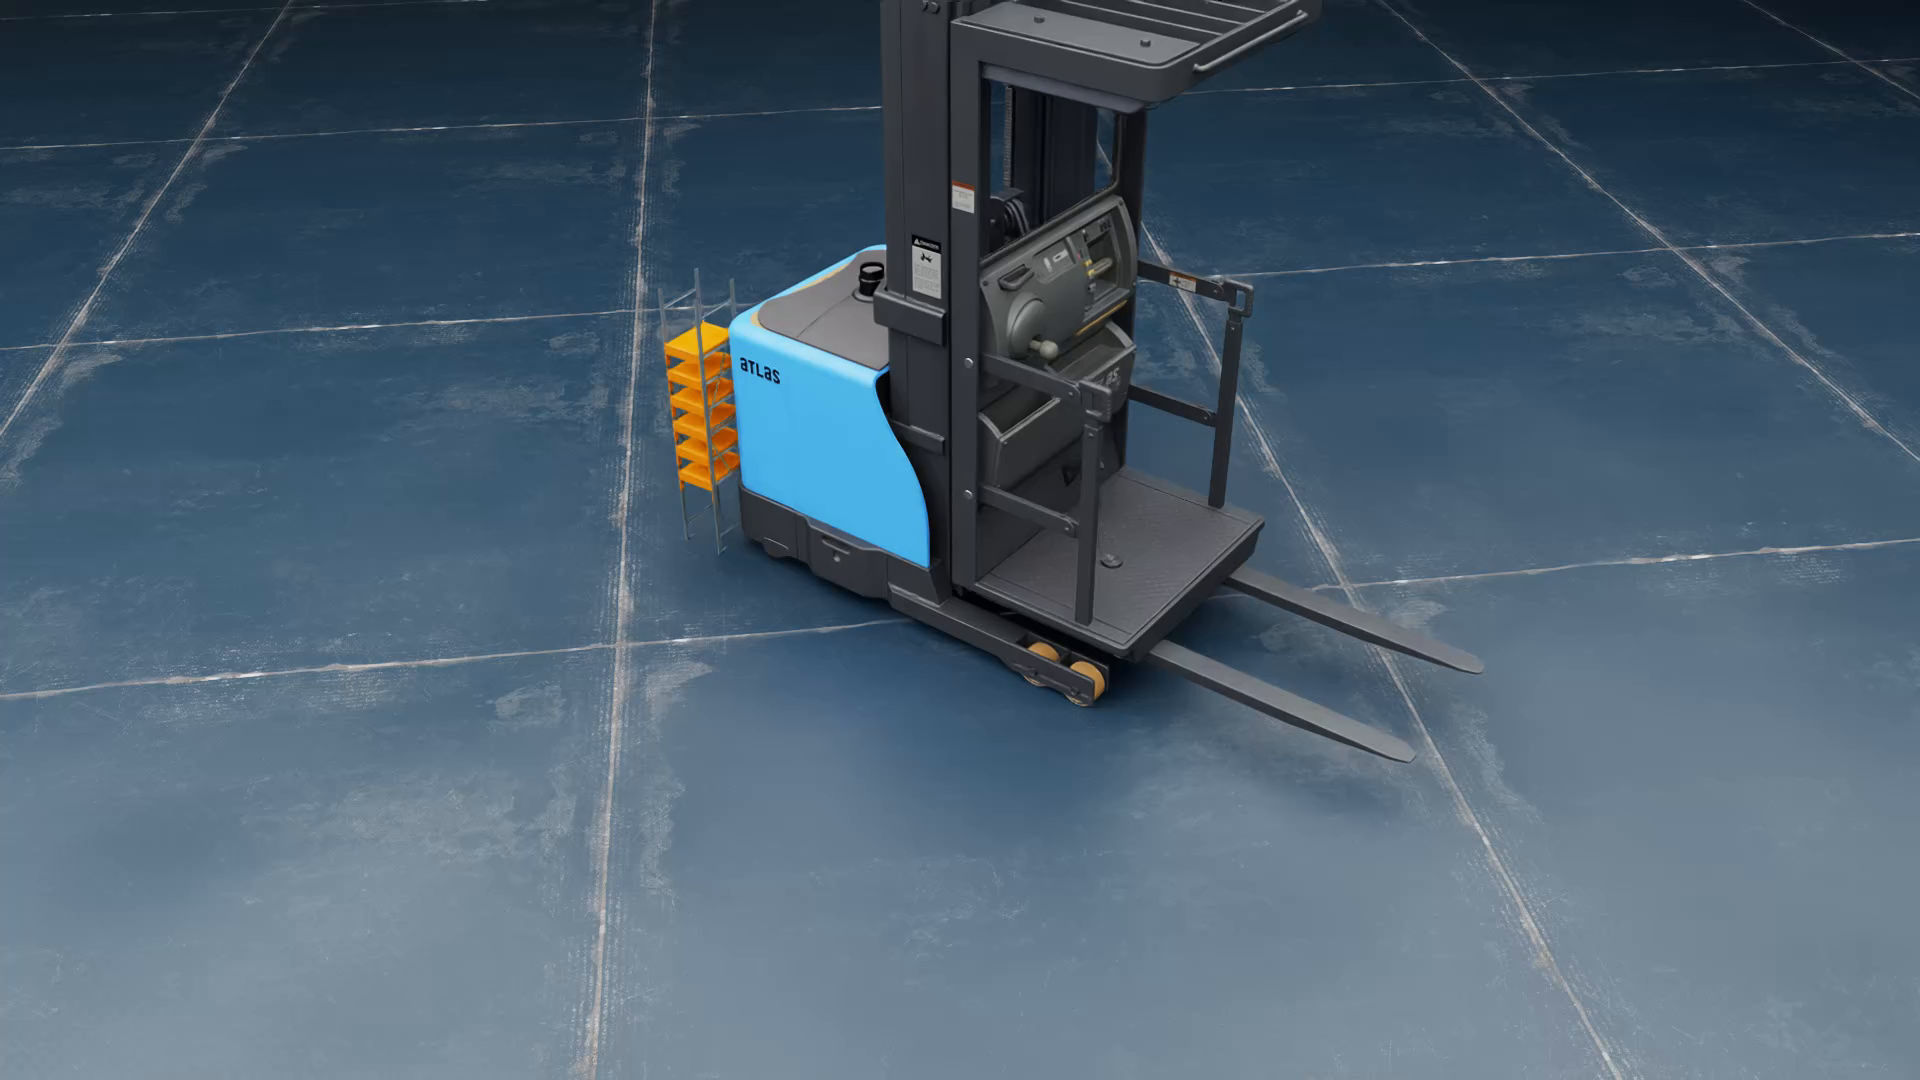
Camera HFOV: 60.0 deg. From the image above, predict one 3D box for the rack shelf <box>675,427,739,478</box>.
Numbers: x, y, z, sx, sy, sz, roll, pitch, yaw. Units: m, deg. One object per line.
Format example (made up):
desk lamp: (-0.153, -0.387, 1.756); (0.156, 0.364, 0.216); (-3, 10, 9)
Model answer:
rack shelf: (-1.051, -0.386, 7.043); (0.180, 0.103, 0.258); (20, 39, 26)

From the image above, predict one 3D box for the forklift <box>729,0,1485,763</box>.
forklift: (0.541, -0.922, 6.000); (3.031, 2.935, 1.130); (23, 40, 30)

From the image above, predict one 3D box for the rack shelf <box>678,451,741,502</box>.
rack shelf: (-1.051, -0.287, 7.110); (0.180, 0.103, 0.258); (20, 39, 26)

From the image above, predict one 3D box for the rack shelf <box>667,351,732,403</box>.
rack shelf: (-1.051, -0.683, 6.840); (0.180, 0.103, 0.258); (20, 39, 26)

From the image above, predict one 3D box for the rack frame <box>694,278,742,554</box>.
rack frame: (-0.974, -0.494, 6.909); (0.006, 1.200, 0.240); (20, 39, 26)

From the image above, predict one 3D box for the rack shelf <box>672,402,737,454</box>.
rack shelf: (-1.051, -0.485, 6.975); (0.180, 0.103, 0.258); (20, 39, 26)

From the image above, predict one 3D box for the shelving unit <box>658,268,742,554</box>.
shelving unit: (-1.051, -0.522, 6.950); (0.189, 1.200, 0.258); (20, 39, 26)

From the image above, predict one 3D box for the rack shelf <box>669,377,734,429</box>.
rack shelf: (-1.051, -0.584, 6.907); (0.180, 0.103, 0.258); (20, 39, 26)

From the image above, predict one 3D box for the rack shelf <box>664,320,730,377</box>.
rack shelf: (-1.051, -0.782, 6.772); (0.180, 0.103, 0.258); (20, 39, 26)

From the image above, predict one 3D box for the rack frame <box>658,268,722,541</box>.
rack frame: (-1.128, -0.549, 6.990); (0.006, 1.200, 0.240); (20, 39, 26)
